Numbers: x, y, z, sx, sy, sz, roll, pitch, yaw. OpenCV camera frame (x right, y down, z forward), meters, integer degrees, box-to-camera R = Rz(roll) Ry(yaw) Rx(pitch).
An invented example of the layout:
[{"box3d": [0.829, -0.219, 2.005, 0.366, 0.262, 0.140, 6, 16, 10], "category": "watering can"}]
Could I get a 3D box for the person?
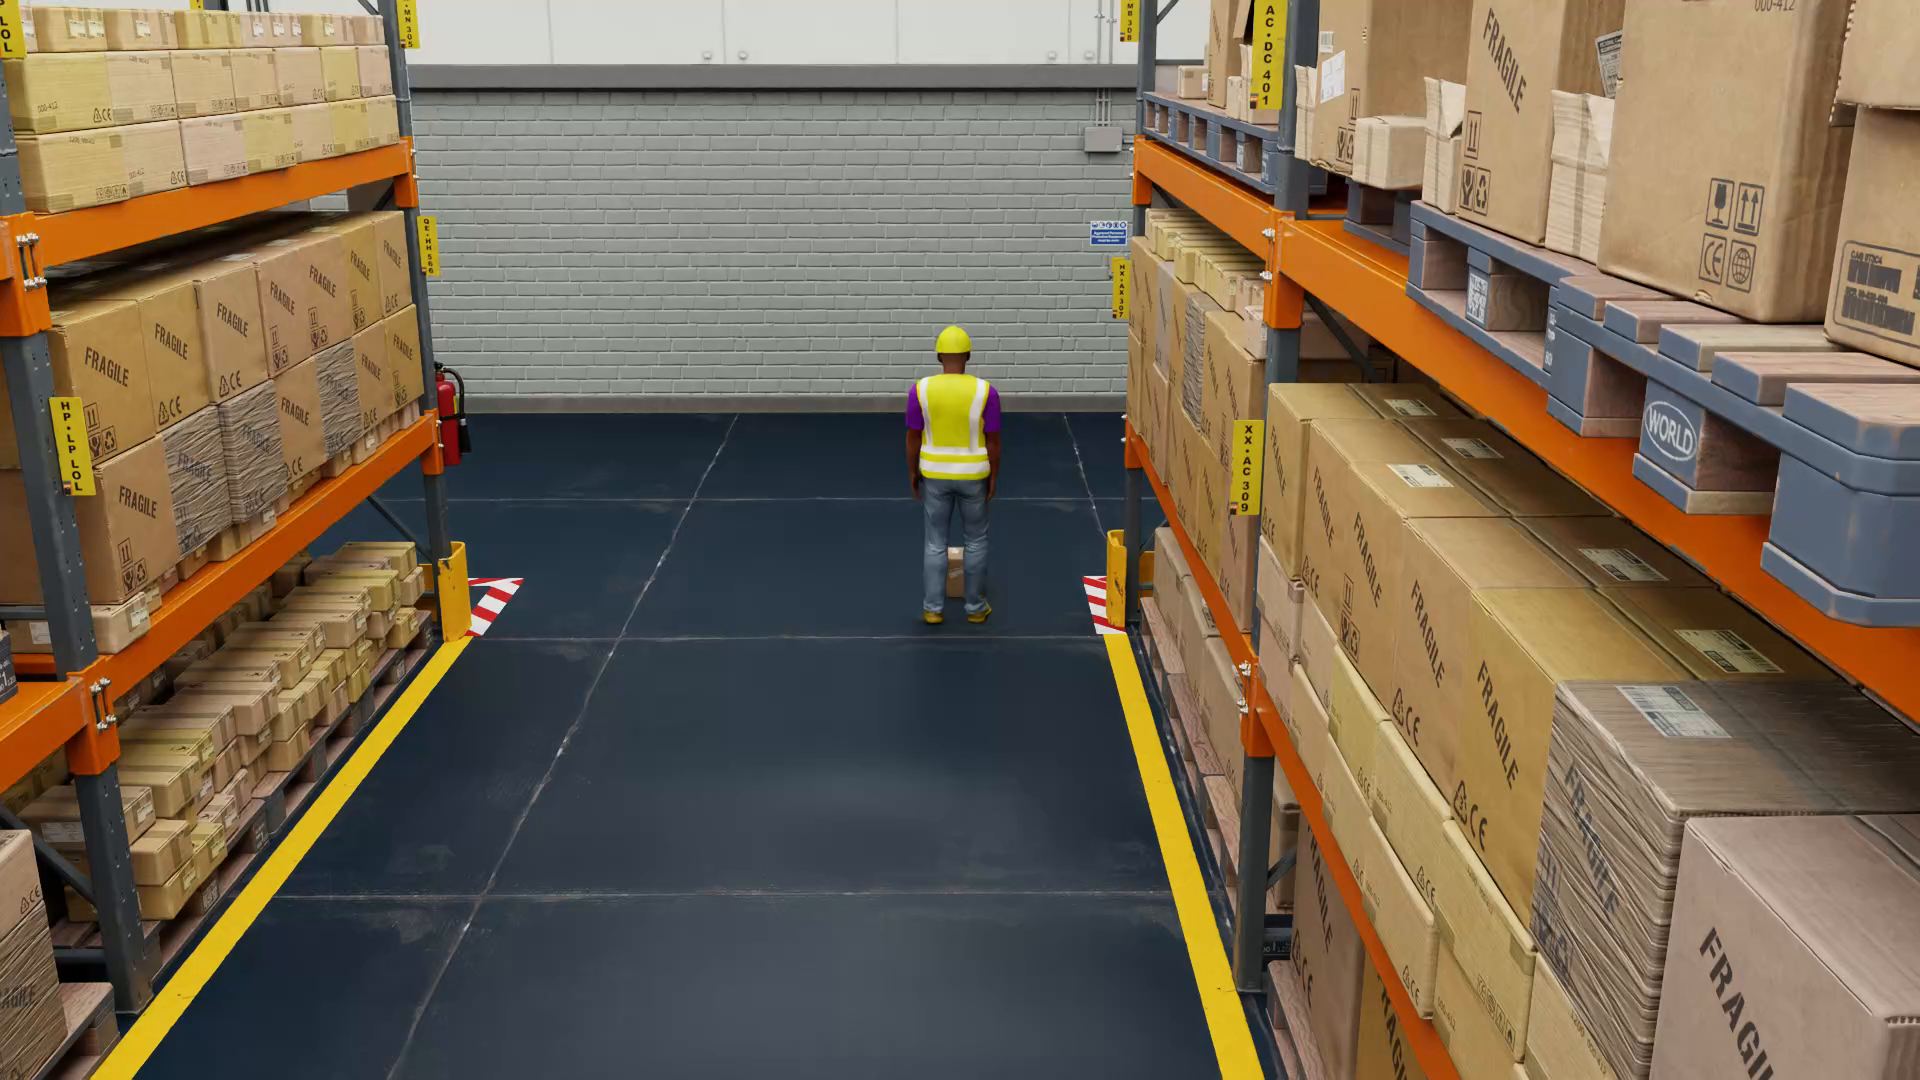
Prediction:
[{"box3d": [-0.034, -0.370, 9.757, 0.564, 1.784, 0.368, 2, 17, 6], "category": "person"}]
